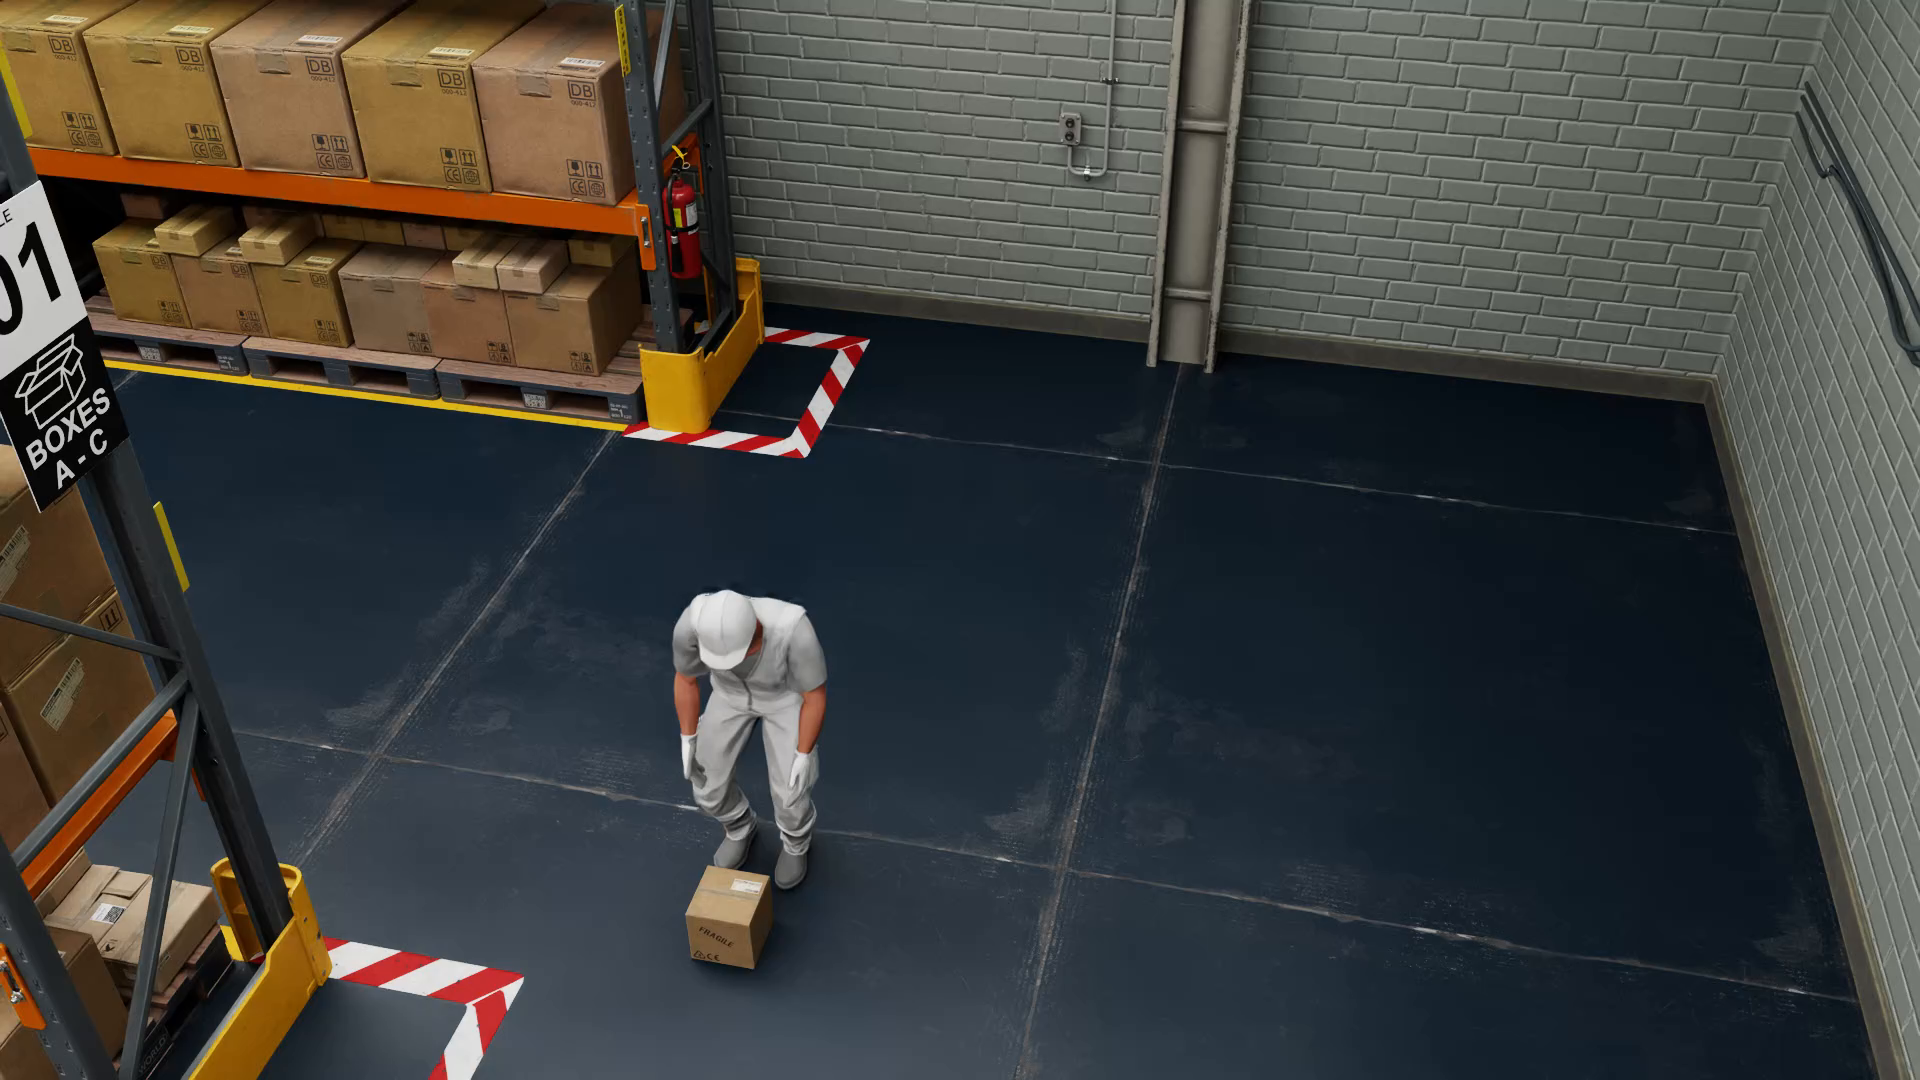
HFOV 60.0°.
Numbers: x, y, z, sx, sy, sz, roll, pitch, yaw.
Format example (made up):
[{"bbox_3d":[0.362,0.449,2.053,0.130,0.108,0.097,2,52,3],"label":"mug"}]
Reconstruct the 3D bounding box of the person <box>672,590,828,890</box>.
[{"bbox_3d":[-0.754,0.687,6.230,0.579,1.528,0.690,8,37,10],"label":"person"}]
